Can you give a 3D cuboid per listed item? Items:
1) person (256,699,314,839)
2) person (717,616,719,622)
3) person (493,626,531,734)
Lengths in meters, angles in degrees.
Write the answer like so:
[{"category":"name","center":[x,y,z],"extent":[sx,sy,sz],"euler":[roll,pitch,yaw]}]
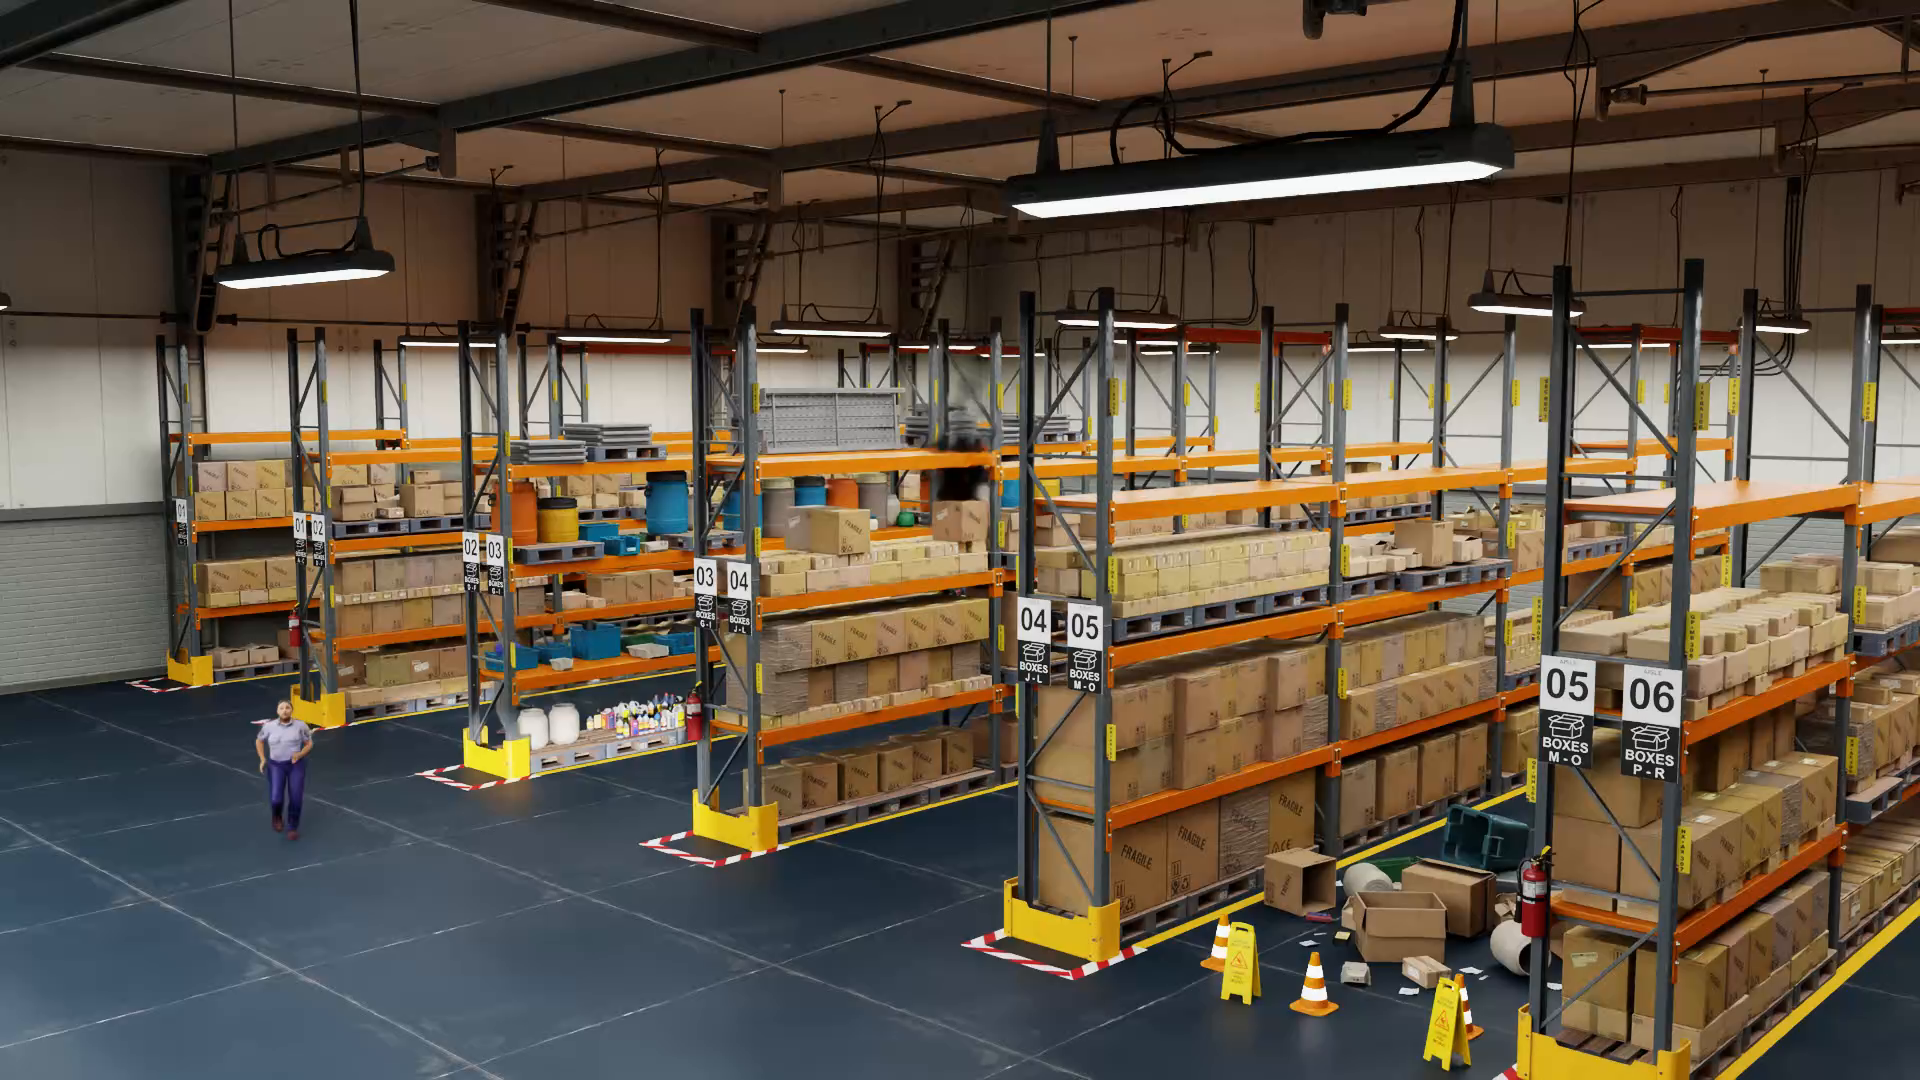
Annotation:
[{"category":"person","center":[-7.626,2.612,18.807],"extent":[0.606,1.588,0.537],"euler":[-2,6,-23]},{"category":"person","center":[-4.940,1.208,33.246],"extent":[0.559,1.716,0.698],"euler":[5,7,44]},{"category":"person","center":[-6.676,2.051,24.635],"extent":[0.621,1.607,0.593],"euler":[3,6,30]}]
